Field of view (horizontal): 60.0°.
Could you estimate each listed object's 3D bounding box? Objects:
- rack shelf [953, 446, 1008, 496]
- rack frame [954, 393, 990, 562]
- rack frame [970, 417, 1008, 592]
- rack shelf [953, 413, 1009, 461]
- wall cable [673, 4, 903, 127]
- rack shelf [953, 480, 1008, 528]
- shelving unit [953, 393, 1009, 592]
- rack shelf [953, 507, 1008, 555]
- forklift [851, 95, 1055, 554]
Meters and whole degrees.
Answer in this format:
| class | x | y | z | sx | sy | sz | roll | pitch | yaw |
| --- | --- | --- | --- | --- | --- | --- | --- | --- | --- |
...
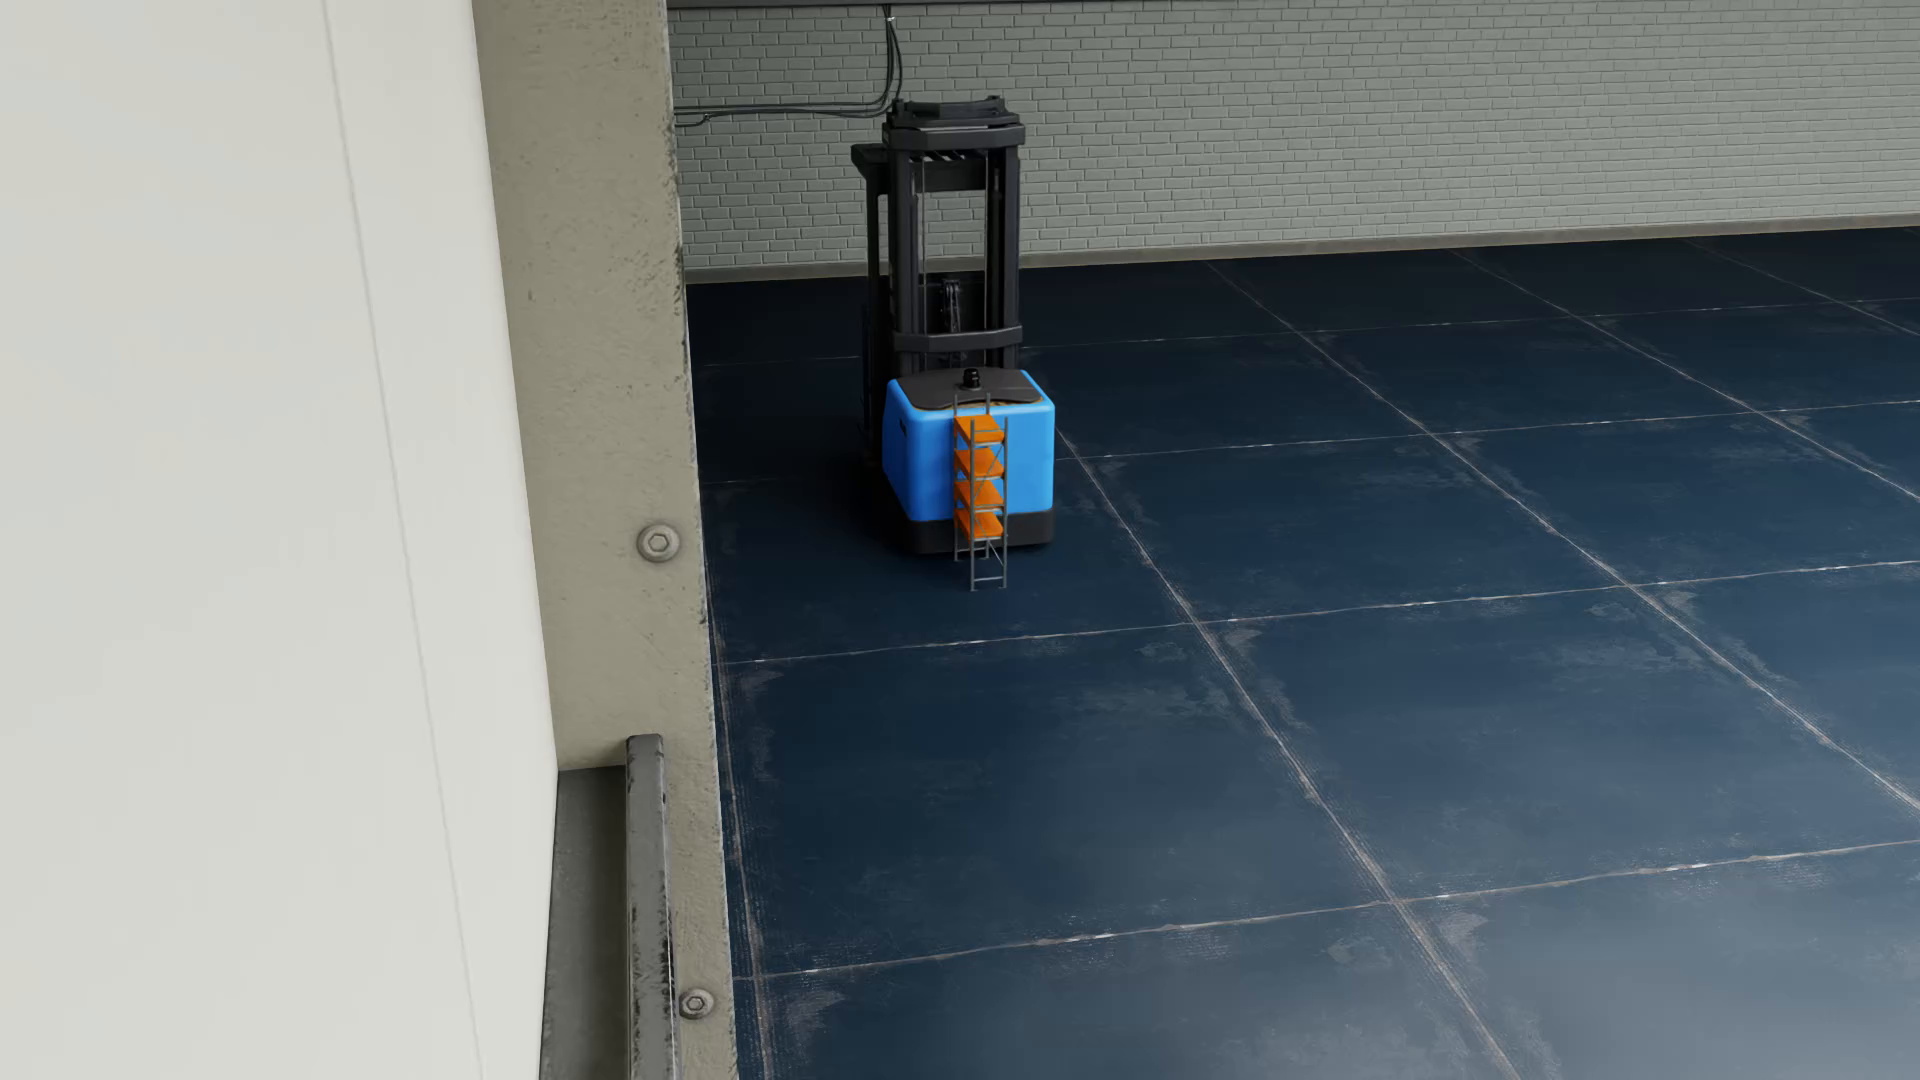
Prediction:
| class | x | y | z | sx | sy | sz | roll | pitch | yaw |
| --- | --- | --- | --- | --- | --- | --- | --- | --- | --- |
| rack shelf | 0.133 | -0.458 | 10.908 | 0.258 | 0.148 | 0.480 | -5 | 24 | -12 |
| rack frame | 0.078 | -0.410 | 11.189 | 0.240 | 1.200 | 0.015 | -5 | 24 | -12 |
| rack frame | 0.187 | -0.219 | 10.753 | 0.240 | 1.200 | 0.015 | -5 | 24 | -12 |
| rack shelf | 0.133 | -0.675 | 10.813 | 0.258 | 0.148 | 0.480 | -5 | 24 | -12 |
| wall cable | -2.122 | -5.545 | 17.082 | 3.097 | 2.526 | 0.112 | -4 | 24 | -10 |
| rack shelf | 0.133 | -0.253 | 10.998 | 0.258 | 0.148 | 0.480 | -5 | 24 | -12 |
| shelving unit | 0.133 | -0.314 | 10.971 | 0.258 | 1.200 | 0.503 | -5 | 24 | -12 |
| rack shelf | 0.133 | -0.071 | 11.077 | 0.258 | 0.148 | 0.480 | -5 | 24 | -12 |
| forklift | -0.171 | -1.808 | 12.228 | 1.130 | 2.935 | 3.031 | -5 | 24 | -12 |
